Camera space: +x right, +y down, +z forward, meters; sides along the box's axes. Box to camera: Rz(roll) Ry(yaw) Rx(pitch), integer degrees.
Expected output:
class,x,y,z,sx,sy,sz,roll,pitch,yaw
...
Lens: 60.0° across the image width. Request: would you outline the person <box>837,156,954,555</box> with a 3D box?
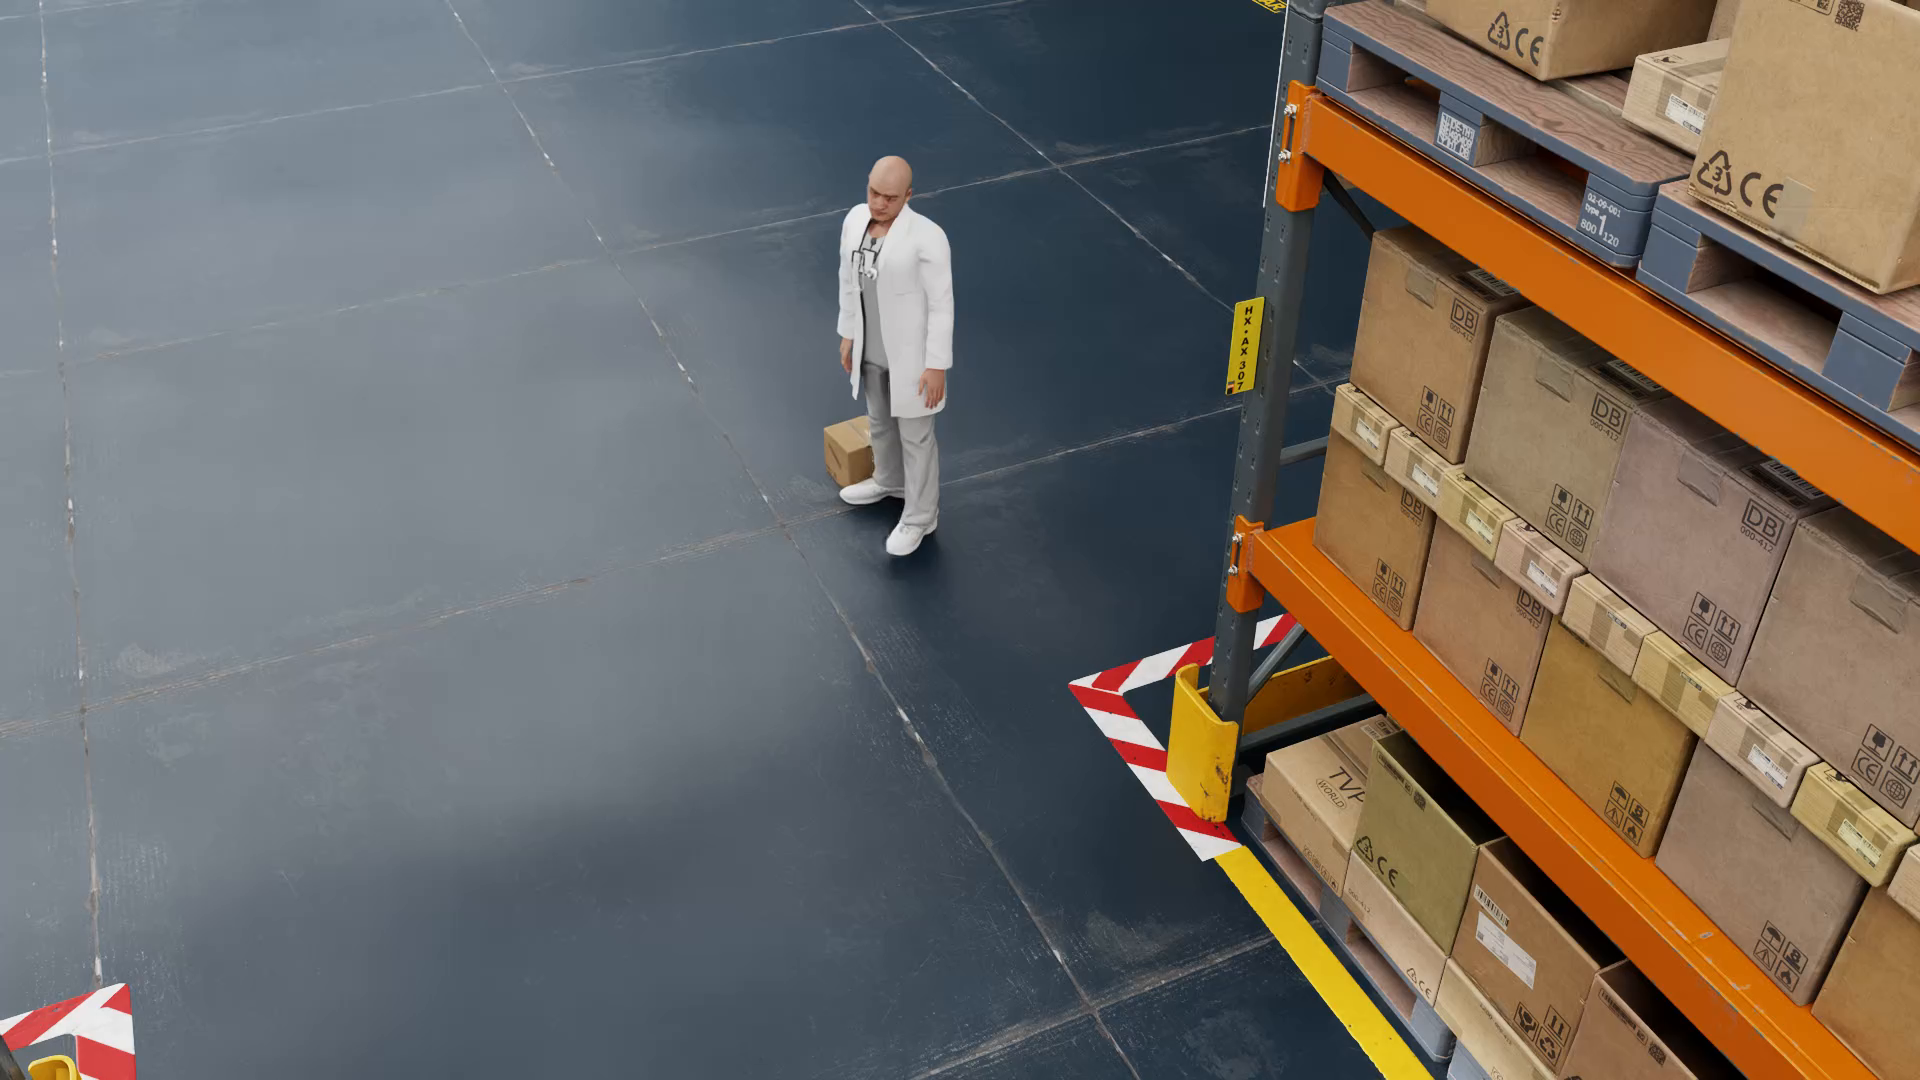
class,x,y,z,sx,sy,sz,roll,pitch,yaw
person,-0.305,-0.802,7.183,0.637,1.787,0.504,28,45,32
